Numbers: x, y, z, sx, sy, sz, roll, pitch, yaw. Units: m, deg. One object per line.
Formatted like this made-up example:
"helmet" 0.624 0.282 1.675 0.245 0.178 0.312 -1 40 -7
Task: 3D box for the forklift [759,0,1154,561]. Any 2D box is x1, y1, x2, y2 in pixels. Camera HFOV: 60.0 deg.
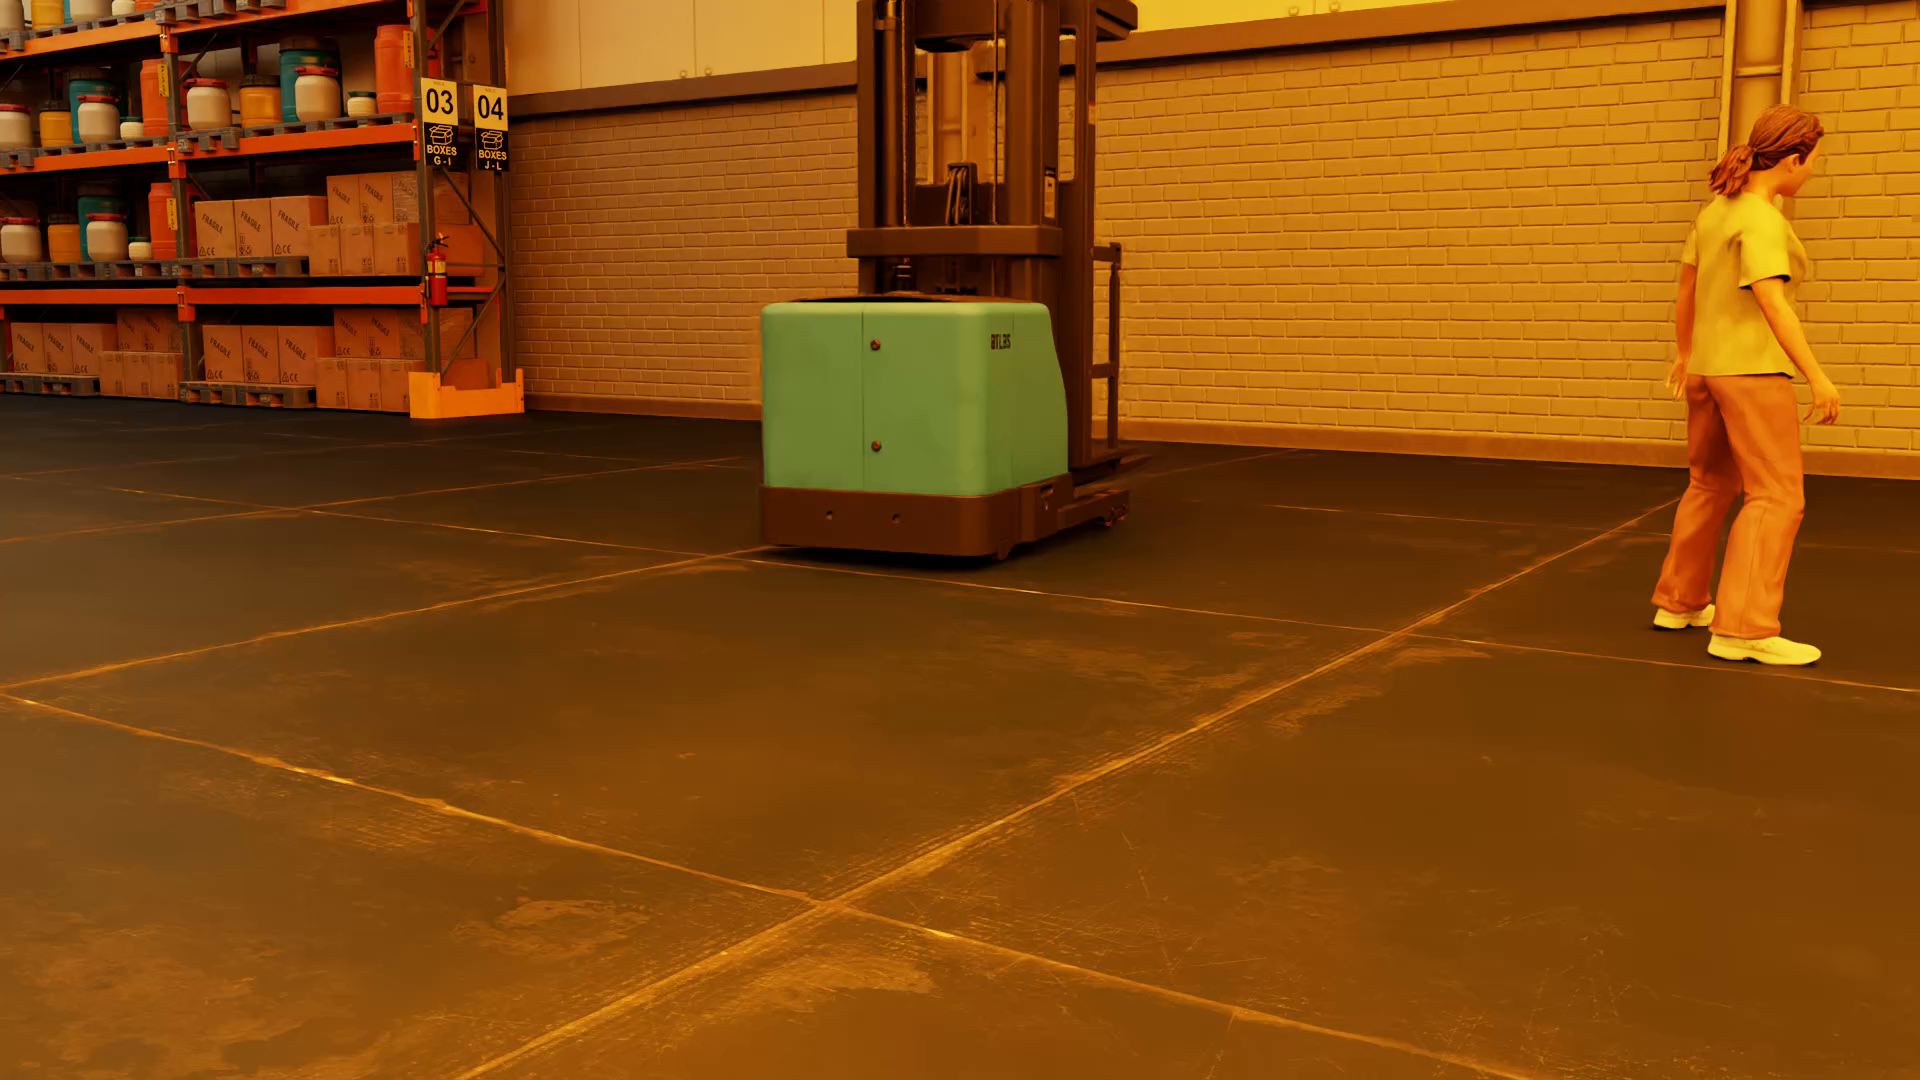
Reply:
"forklift" 0.194 -1.534 7.983 1.130 2.935 3.031 3 9 23

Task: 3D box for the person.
"person" 2.417 -0.486 5.162 0.340 1.655 0.787 0 8 -1
